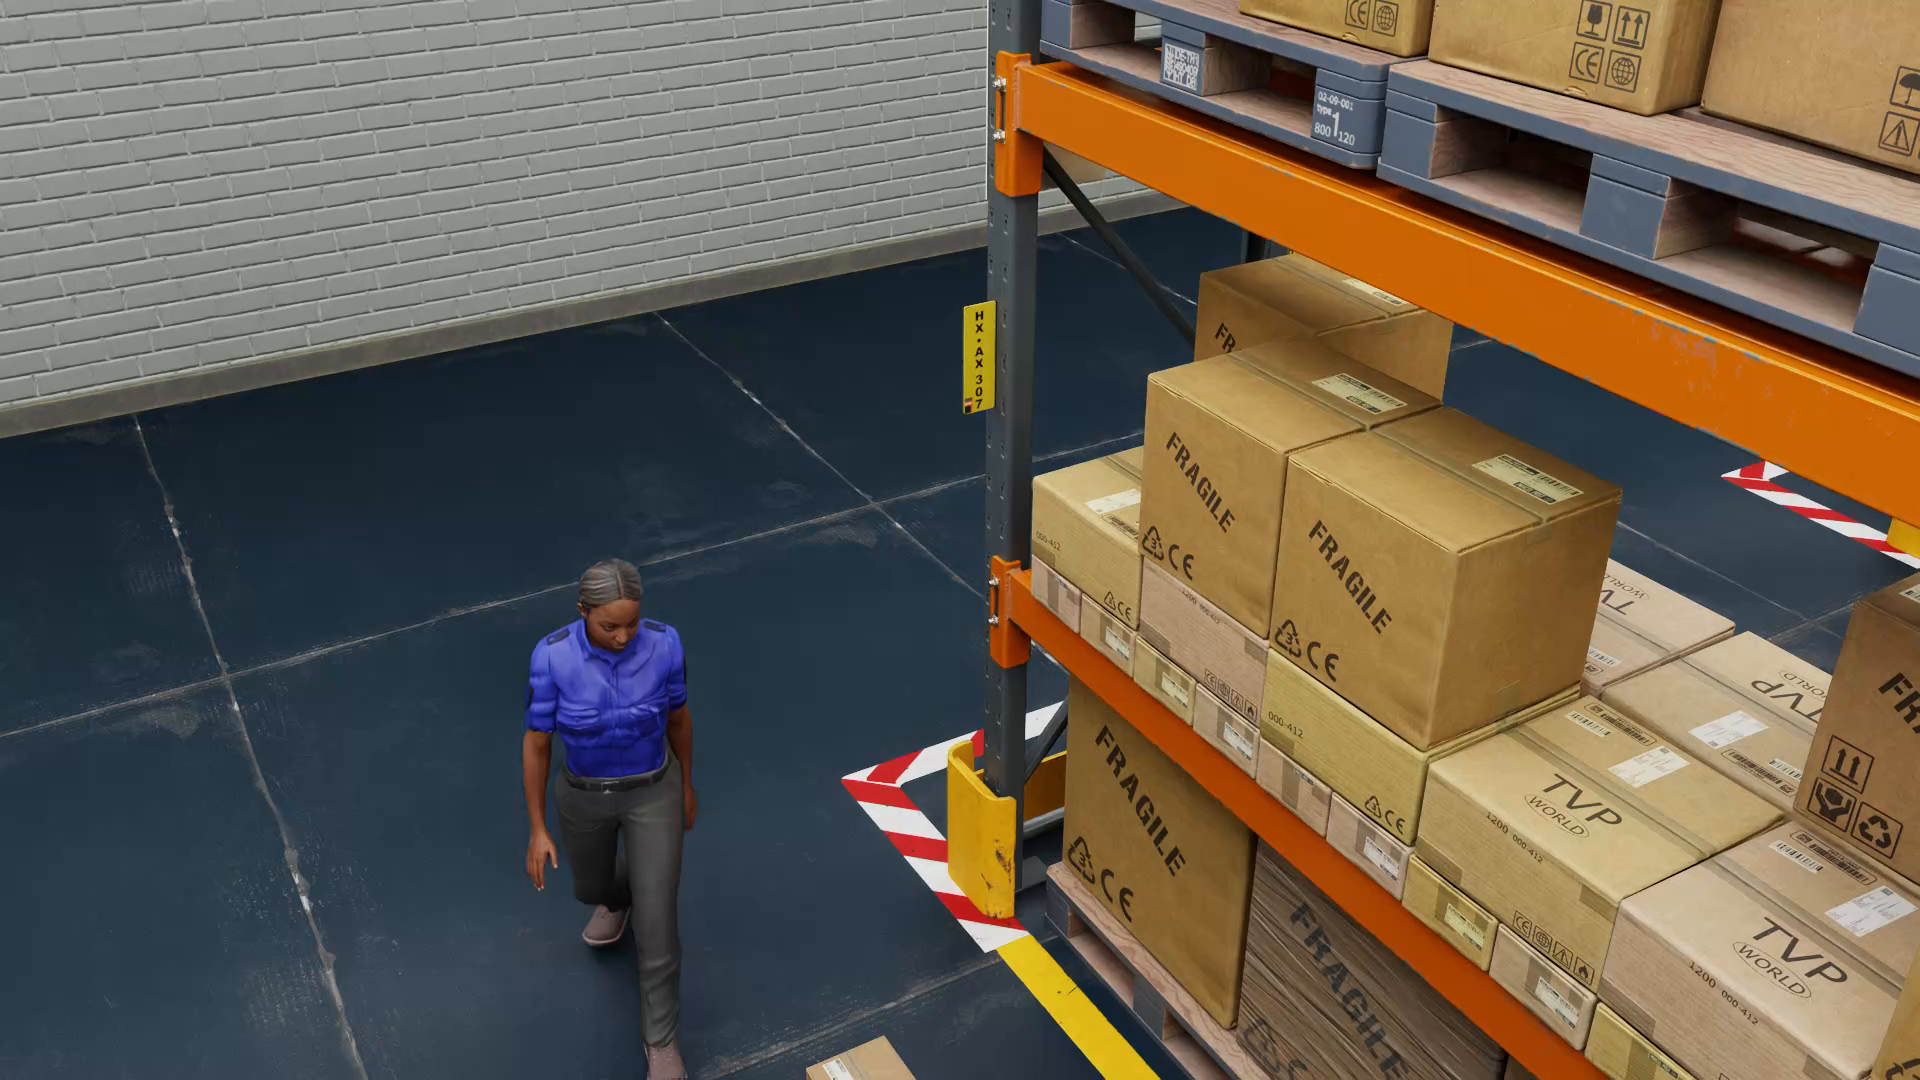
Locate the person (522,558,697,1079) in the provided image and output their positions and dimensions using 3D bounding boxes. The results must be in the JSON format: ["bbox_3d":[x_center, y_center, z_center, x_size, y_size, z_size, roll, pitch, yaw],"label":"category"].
[{"bbox_3d":[-0.997,0.737,4.799,0.481,1.617,0.902,-4,29,-8],"label":"person"}]
